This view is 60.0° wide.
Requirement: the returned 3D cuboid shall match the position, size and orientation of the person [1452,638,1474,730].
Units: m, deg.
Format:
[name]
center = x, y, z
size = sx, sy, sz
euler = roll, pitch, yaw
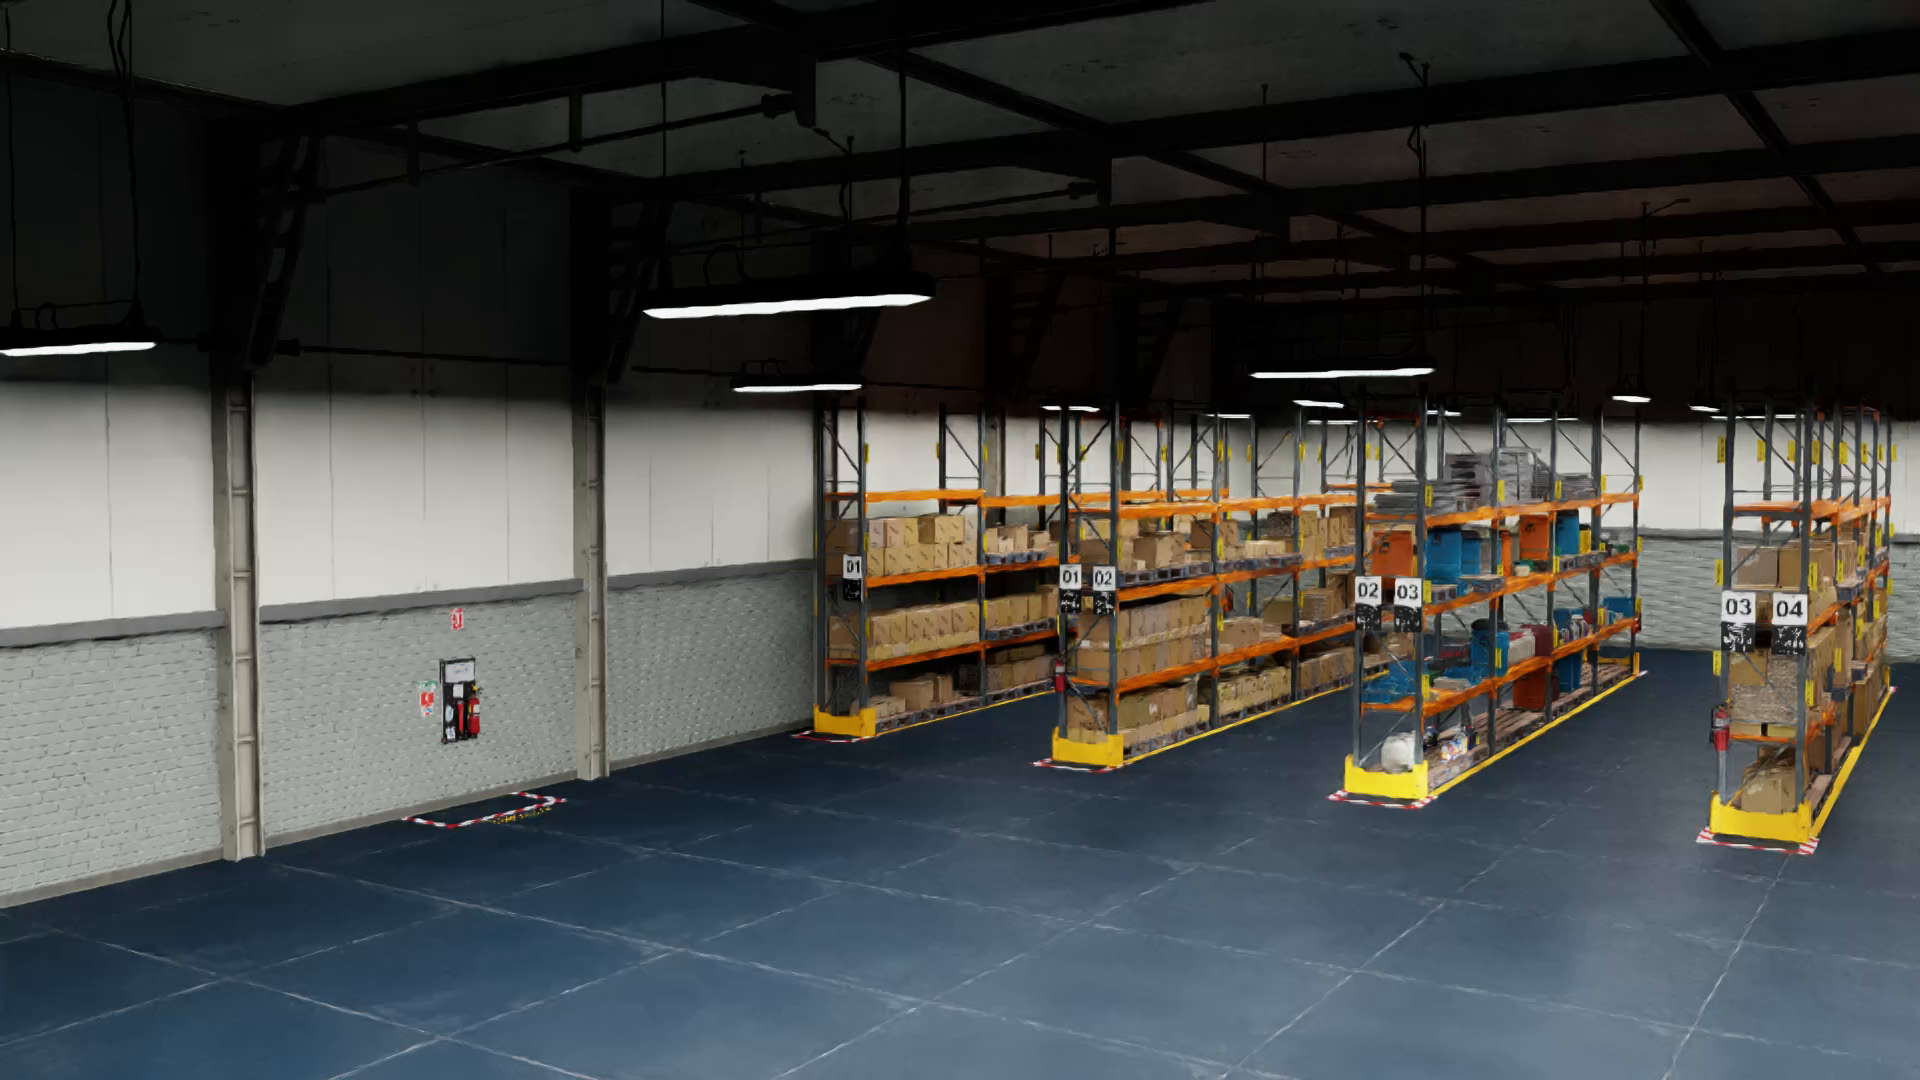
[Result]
[person]
center = 8.640, 2.490, 28.565
size = 0.425, 1.618, 0.438
euler = 3, 4, 44
